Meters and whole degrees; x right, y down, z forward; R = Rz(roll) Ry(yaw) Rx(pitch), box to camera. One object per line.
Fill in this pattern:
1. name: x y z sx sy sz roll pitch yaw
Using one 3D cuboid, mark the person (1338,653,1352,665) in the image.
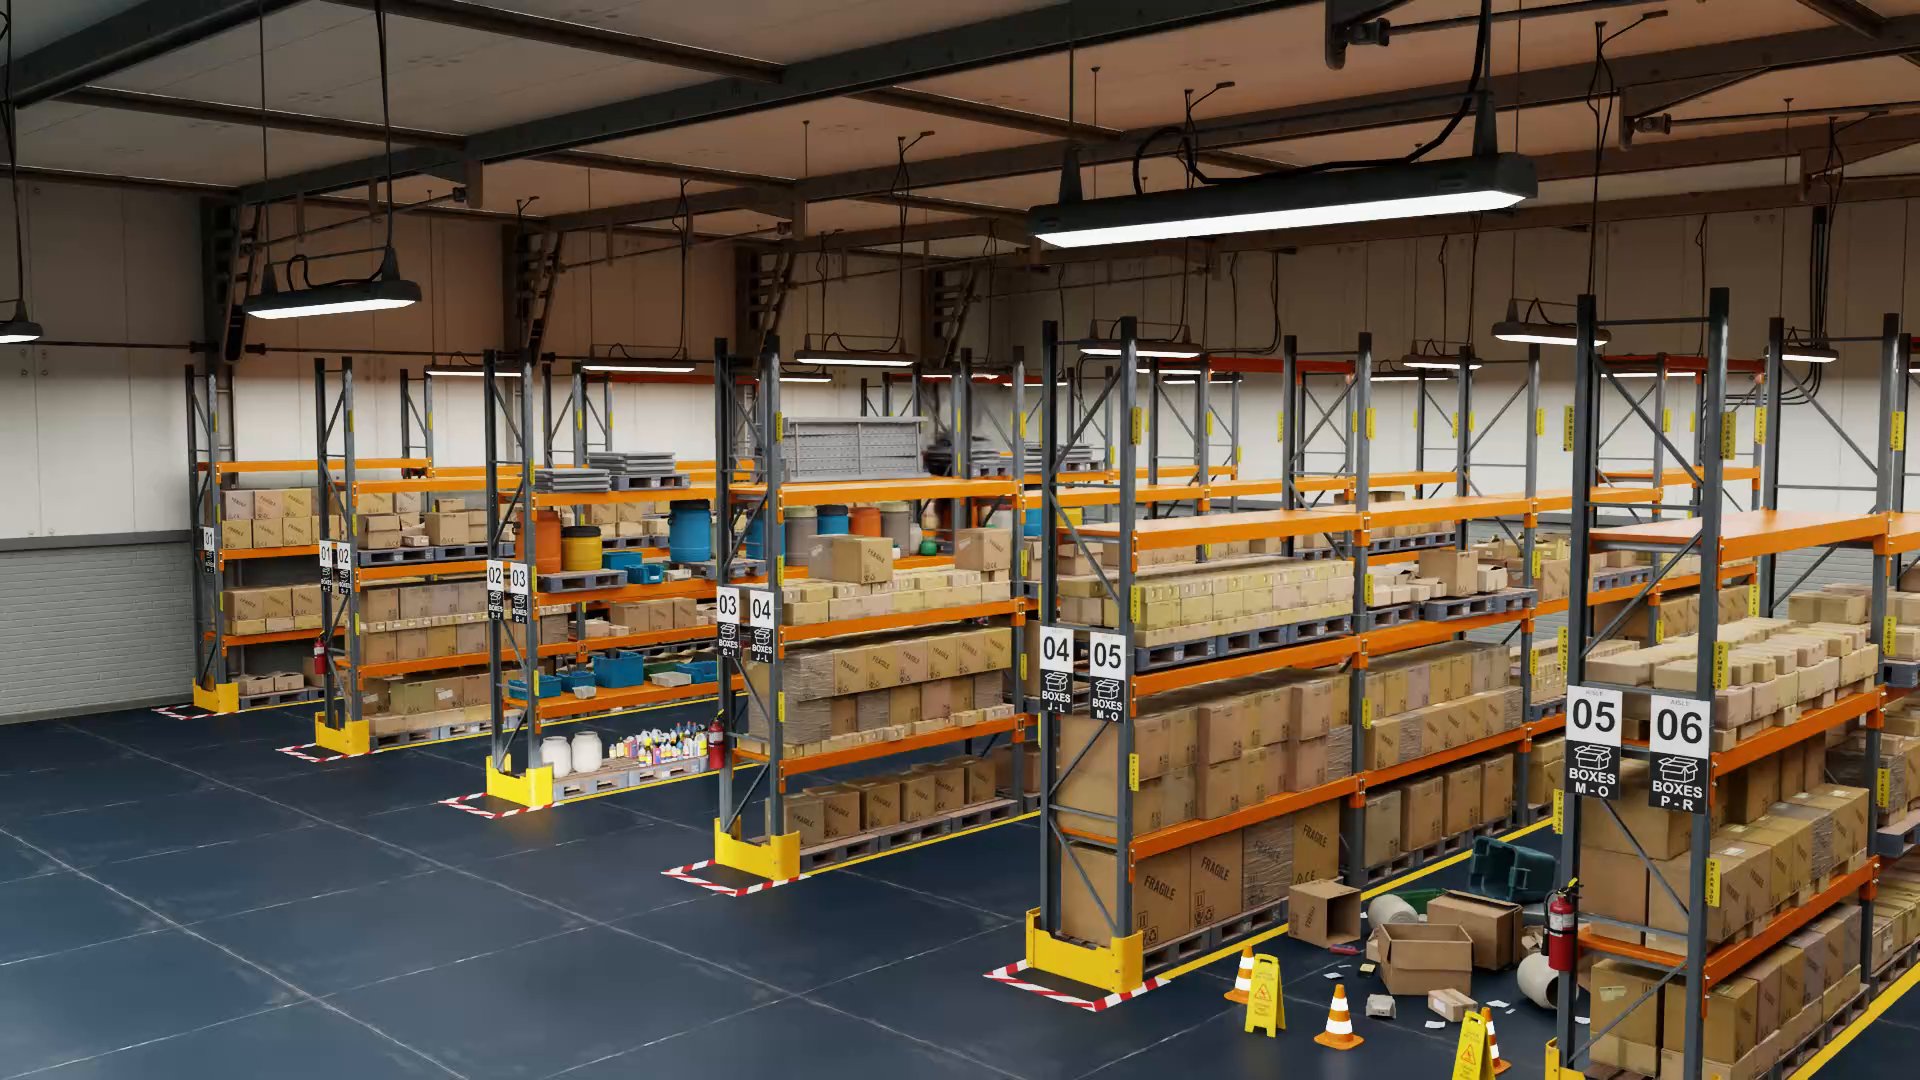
1. person: 5.637 2.428 24.296 0.668 1.759 0.856 3 6 38
